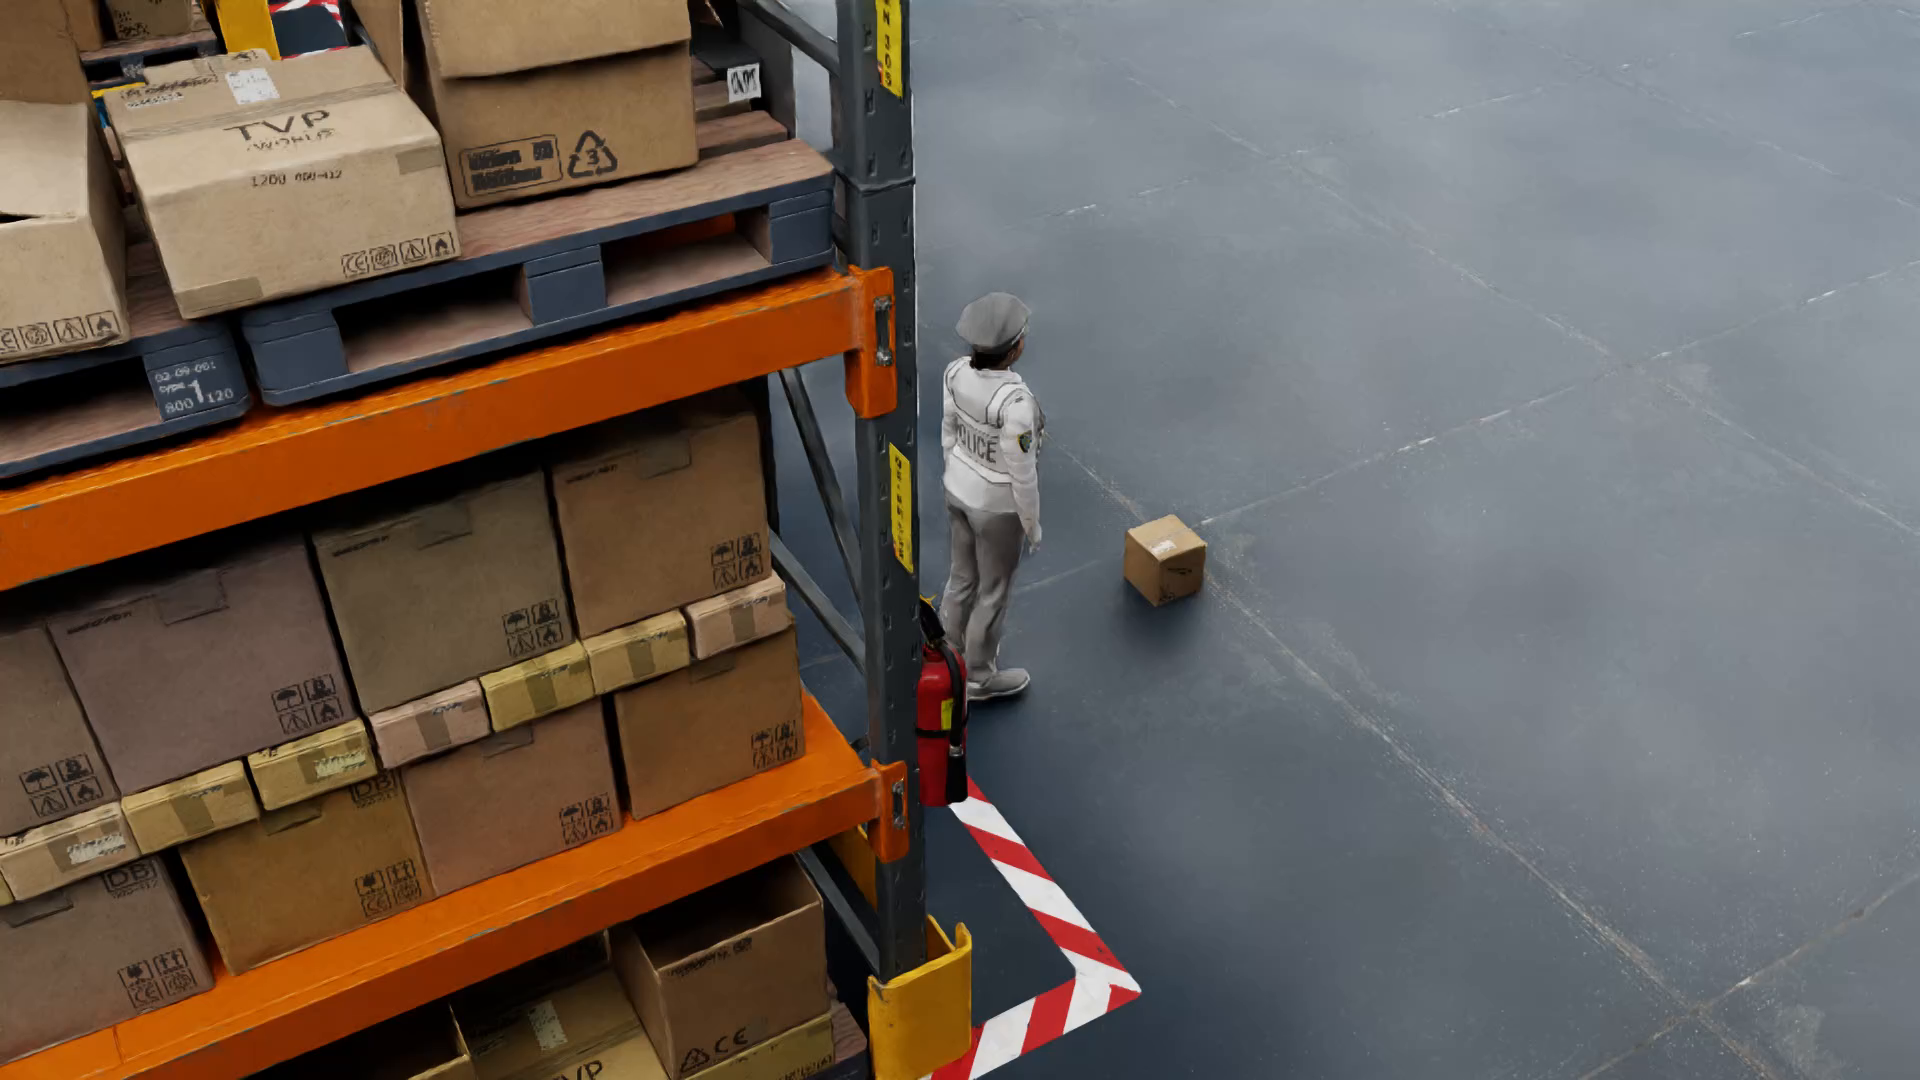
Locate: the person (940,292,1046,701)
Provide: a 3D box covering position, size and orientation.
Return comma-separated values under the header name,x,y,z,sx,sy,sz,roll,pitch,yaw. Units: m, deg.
name,x,y,z,sx,sy,sz,roll,pitch,yaw
person,0.105,-0.155,6.312,0.386,1.684,0.491,-24,43,-29
